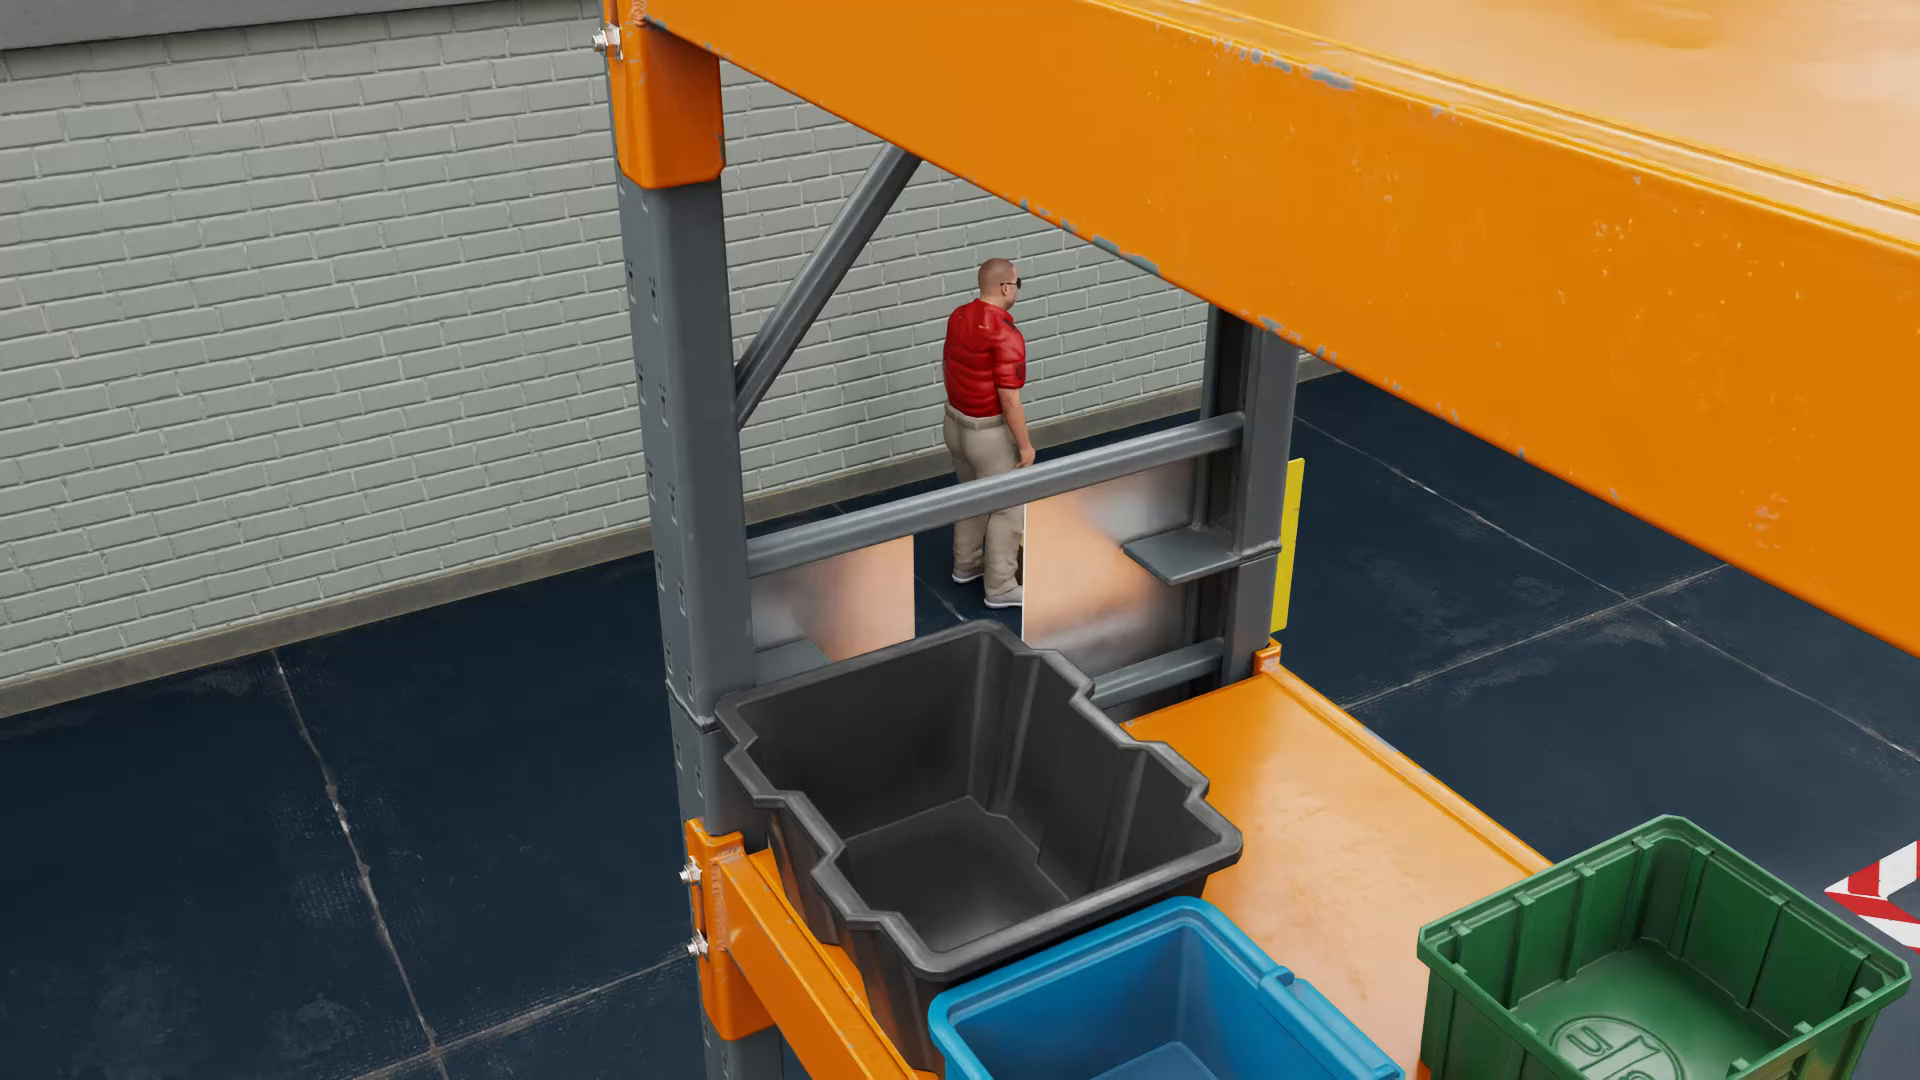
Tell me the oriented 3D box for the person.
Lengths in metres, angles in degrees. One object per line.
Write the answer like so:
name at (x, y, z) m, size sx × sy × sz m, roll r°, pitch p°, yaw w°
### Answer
person at (0.143, -0.524, 8.091) m, size 0.389 × 1.727 × 0.606 m, roll -18°, pitch 33°, yaw -29°
